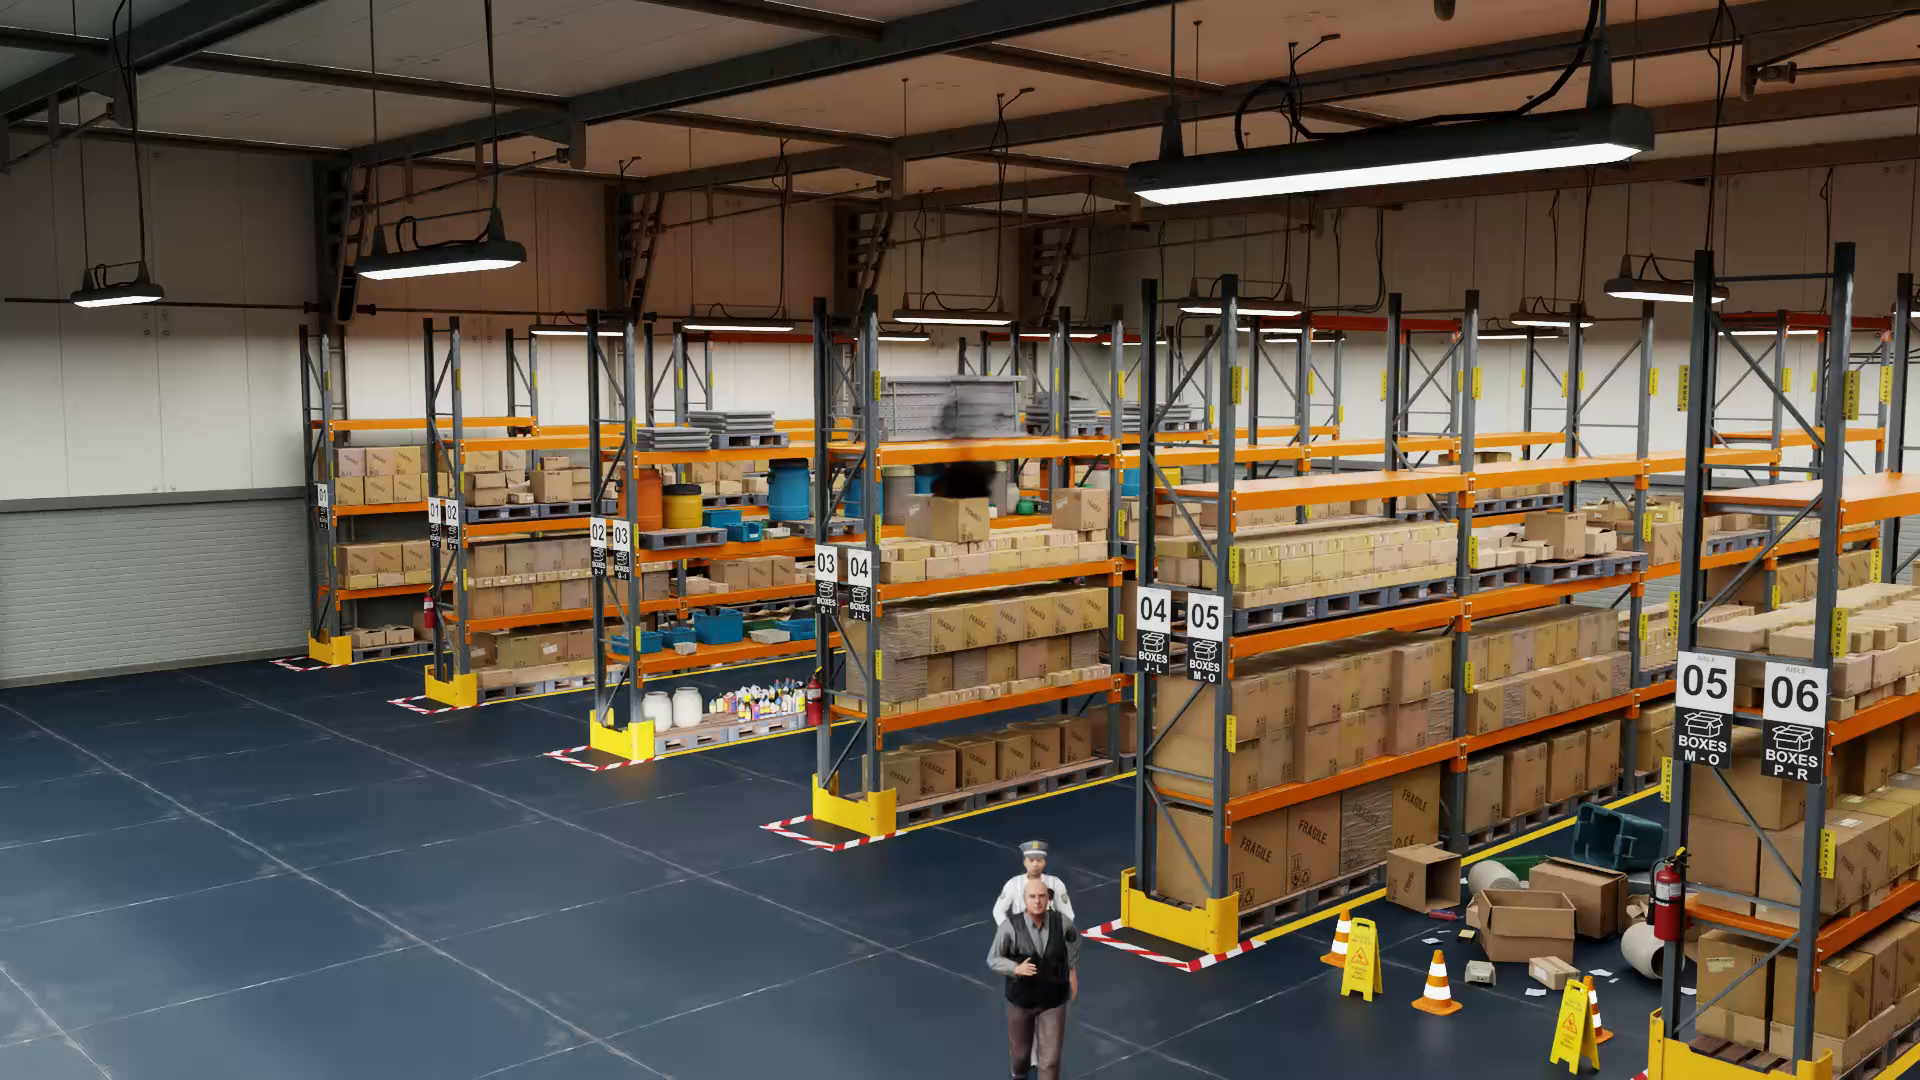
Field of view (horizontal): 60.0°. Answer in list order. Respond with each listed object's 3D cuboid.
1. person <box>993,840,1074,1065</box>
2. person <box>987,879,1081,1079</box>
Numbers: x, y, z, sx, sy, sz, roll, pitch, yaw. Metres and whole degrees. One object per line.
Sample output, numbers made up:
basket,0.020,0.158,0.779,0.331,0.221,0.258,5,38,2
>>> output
person,0.503,3.071,12.616,0.513,1.651,0.666,0,6,2
person,0.509,3.146,11.307,0.667,1.726,0.925,0,6,-2
